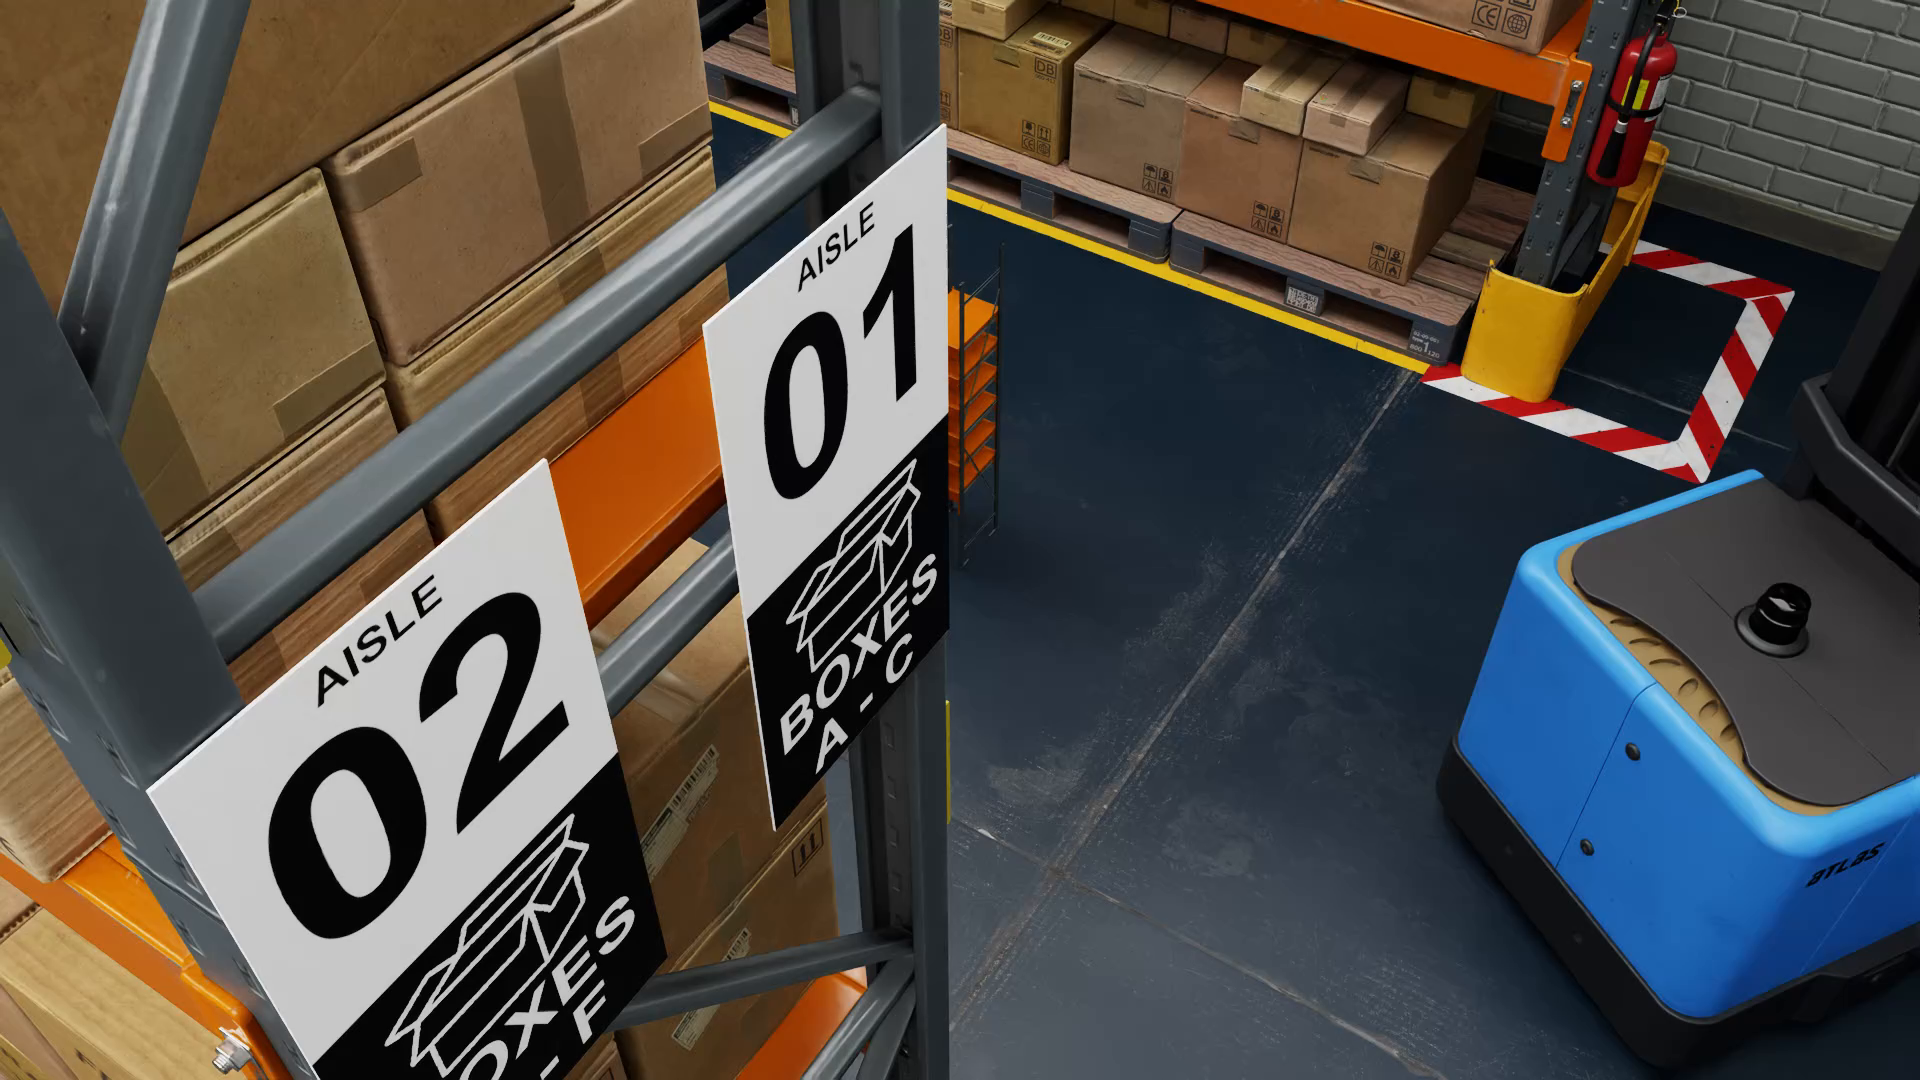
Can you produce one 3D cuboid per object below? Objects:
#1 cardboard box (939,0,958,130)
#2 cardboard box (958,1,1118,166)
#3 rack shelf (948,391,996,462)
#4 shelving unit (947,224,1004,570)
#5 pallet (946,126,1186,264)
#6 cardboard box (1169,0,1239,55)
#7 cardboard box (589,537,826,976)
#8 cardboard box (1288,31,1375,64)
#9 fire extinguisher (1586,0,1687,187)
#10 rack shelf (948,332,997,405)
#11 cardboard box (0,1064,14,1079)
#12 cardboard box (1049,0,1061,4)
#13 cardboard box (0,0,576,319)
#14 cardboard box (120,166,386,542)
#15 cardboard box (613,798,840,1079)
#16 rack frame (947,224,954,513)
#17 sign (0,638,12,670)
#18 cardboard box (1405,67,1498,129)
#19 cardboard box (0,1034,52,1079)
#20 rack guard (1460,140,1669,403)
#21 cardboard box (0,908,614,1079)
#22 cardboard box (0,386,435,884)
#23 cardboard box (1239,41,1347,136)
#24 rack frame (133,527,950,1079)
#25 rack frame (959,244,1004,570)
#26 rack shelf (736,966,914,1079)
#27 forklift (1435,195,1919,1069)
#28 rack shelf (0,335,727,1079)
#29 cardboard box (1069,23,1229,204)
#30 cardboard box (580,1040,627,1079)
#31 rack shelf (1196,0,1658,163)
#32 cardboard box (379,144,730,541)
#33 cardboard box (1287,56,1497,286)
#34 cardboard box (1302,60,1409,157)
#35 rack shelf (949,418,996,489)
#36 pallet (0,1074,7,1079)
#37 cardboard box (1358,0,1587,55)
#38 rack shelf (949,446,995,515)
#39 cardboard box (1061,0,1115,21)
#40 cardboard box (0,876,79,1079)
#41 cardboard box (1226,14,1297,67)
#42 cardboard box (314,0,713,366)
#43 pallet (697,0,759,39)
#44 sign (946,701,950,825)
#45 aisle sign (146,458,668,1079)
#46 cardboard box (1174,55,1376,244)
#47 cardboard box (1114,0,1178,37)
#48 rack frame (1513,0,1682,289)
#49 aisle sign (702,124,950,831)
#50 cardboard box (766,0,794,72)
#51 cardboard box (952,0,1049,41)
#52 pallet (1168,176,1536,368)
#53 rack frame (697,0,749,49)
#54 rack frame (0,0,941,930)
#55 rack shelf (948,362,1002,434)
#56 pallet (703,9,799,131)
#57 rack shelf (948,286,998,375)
[{"bbox_3d":[-0.039,-2.246,7.291,0.500,0.500,0.700,24,51,22],"label":"cardboard box"},{"bbox_3d":[0.392,-2.046,7.097,0.500,0.500,0.700,26,51,23],"label":"cardboard box"},{"bbox_3d":[-0.012,-0.393,5.357,0.180,0.103,0.258,25,51,22],"label":"rack shelf"},{"bbox_3d":[-0.012,-0.424,5.325,0.189,1.200,0.258,25,51,22],"label":"shelving unit"},{"bbox_3d":[0.595,-1.734,7.288,1.213,0.211,1.003,25,51,22],"label":"pallet"},{"bbox_3d":[1.051,-2.145,6.741,0.250,0.149,0.380,25,51,23],"label":"cardboard box"},{"bbox_3d":[-0.569,0.307,2.593,0.500,0.500,0.500,26,51,23],"label":"cardboard box"},{"bbox_3d":[1.476,-1.950,6.551,0.250,0.149,0.380,25,51,22],"label":"cardboard box"},{"bbox_3d":[2.211,-1.476,5.407,0.183,0.674,0.296,25,51,22],"label":"fire extinguisher"},{"bbox_3d":[-0.012,-0.560,5.185,0.180,0.103,0.258,25,51,22],"label":"rack shelf"},{"bbox_3d":[-1.718,0.582,3.023,0.500,0.500,0.500,25,51,22],"label":"cardboard box"},{"bbox_3d":[0.404,-2.442,7.029,0.250,0.149,0.380,25,51,22],"label":"cardboard box"},{"bbox_3d":[-0.779,-0.596,1.379,0.500,0.500,0.700,25,51,22],"label":"cardboard box"},{"bbox_3d":[-0.908,-0.191,1.508,0.500,0.250,0.500,25,51,22],"label":"cardboard box"},{"bbox_3d":[-0.569,0.656,2.952,0.500,0.500,0.500,26,51,23],"label":"cardboard box"},{"bbox_3d":[-0.089,-0.459,5.360,0.006,1.200,0.240,25,51,22],"label":"rack frame"},{"bbox_3d":[-0.654,-0.005,0.954,0.005,0.325,0.100,25,51,22],"label":"sign"},{"bbox_3d":[1.903,-1.755,6.361,0.250,0.149,0.380,25,51,22],"label":"cardboard box"},{"bbox_3d":[-1.300,0.779,2.832,0.500,0.500,0.500,25,51,22],"label":"cardboard box"},{"bbox_3d":[2.353,-1.090,6.460,0.348,0.500,1.175,25,51,22],"label":"rack guard"},{"bbox_3d":[-0.861,0.632,2.277,0.500,0.500,0.500,24,51,22],"label":"cardboard box"},{"bbox_3d":[-0.913,-0.011,1.682,0.500,0.250,0.500,25,51,22],"label":"cardboard box"},{"bbox_3d":[1.268,-1.720,6.328,0.250,0.149,0.380,26,51,23],"label":"cardboard box"},{"bbox_3d":[-0.338,1.022,2.666,0.127,3.000,1.000,25,51,22],"label":"rack frame"},{"bbox_3d":[0.065,-0.388,5.291,0.006,1.200,0.240,25,51,22],"label":"rack frame"},{"bbox_3d":[-2.021,0.498,3.676,4.000,0.370,1.077,25,51,22],"label":"rack shelf"},{"bbox_3d":[2.973,-0.353,4.049,3.031,2.935,1.130,-17,48,-16],"label":"forklift"},{"bbox_3d":[-2.021,-0.547,2.600,4.000,0.370,1.077,25,51,22],"label":"rack shelf"},{"bbox_3d":[0.845,-1.844,6.901,0.500,0.500,0.700,23,50,21],"label":"cardboard box"},{"bbox_3d":[-0.862,0.978,2.639,0.500,0.500,0.500,26,51,23],"label":"cardboard box"},{"bbox_3d":[0.650,-2.494,6.584,4.000,0.370,1.077,25,51,22],"label":"rack shelf"},{"bbox_3d":[-0.633,-0.324,1.986,0.500,0.250,0.500,25,51,22],"label":"cardboard box"},{"bbox_3d":[1.690,-1.456,6.524,0.500,0.500,0.700,25,51,22],"label":"cardboard box"},{"bbox_3d":[1.484,-1.622,6.232,0.250,0.149,0.380,24,51,22],"label":"cardboard box"},{"bbox_3d":[-0.012,-0.309,5.443,0.180,0.103,0.258,25,51,22],"label":"rack shelf"},{"bbox_3d":[-2.096,1.183,4.453,1.213,0.211,1.003,25,51,22],"label":"pallet"},{"bbox_3d":[1.899,-2.266,5.651,0.700,0.700,0.980,27,52,24],"label":"cardboard box"},{"bbox_3d":[-0.012,-0.226,5.529,0.180,0.103,0.258,25,51,22],"label":"rack shelf"},{"bbox_3d":[0.622,-2.343,6.933,0.250,0.149,0.380,24,50,21],"label":"cardboard box"},{"bbox_3d":[-1.287,0.437,2.467,0.500,0.500,0.500,26,51,23],"label":"cardboard box"},{"bbox_3d":[1.266,-2.047,6.646,0.250,0.149,0.380,25,51,22],"label":"cardboard box"},{"bbox_3d":[-0.630,-0.502,1.810,0.500,0.250,0.500,25,51,22],"label":"cardboard box"},{"bbox_3d":[-1.724,-2.800,8.324,1.213,0.211,1.003,25,51,22],"label":"pallet"},{"bbox_3d":[-0.045,0.392,2.674,0.005,0.325,0.100,25,51,22],"label":"sign"},{"bbox_3d":[-0.446,0.327,1.528,0.004,0.787,0.394,25,51,22],"label":"aisle sign"},{"bbox_3d":[1.269,-1.650,6.712,0.500,0.500,0.700,25,51,22],"label":"cardboard box"},{"bbox_3d":[0.835,-2.244,6.837,0.250,0.149,0.380,25,51,22],"label":"cardboard box"},{"bbox_3d":[2.333,-1.970,5.573,0.127,3.000,1.000,25,51,22],"label":"rack frame"},{"bbox_3d":[-0.122,-0.035,1.880,0.004,0.787,0.394,25,51,22],"label":"aisle sign"},{"bbox_3d":[-0.460,-2.443,7.482,0.500,0.500,0.700,25,51,23],"label":"cardboard box"},{"bbox_3d":[0.170,-2.224,6.818,0.250,0.149,0.380,23,50,21],"label":"cardboard box"},{"bbox_3d":[1.618,-1.261,6.828,1.213,0.211,1.003,25,51,22],"label":"pallet"},{"bbox_3d":[-1.034,-3.519,7.078,0.127,3.000,1.000,25,51,22],"label":"rack frame"},{"bbox_3d":[-0.338,-1.069,0.514,0.127,3.000,1.000,25,51,22],"label":"rack frame"},{"bbox_3d":[-0.012,-0.476,5.271,0.180,0.103,0.258,25,51,22],"label":"rack shelf"},{"bbox_3d":[-0.436,-2.206,7.746,1.213,0.211,1.003,25,51,22],"label":"pallet"},{"bbox_3d":[-0.012,-0.644,5.099,0.180,0.103,0.258,25,51,22],"label":"rack shelf"}]
